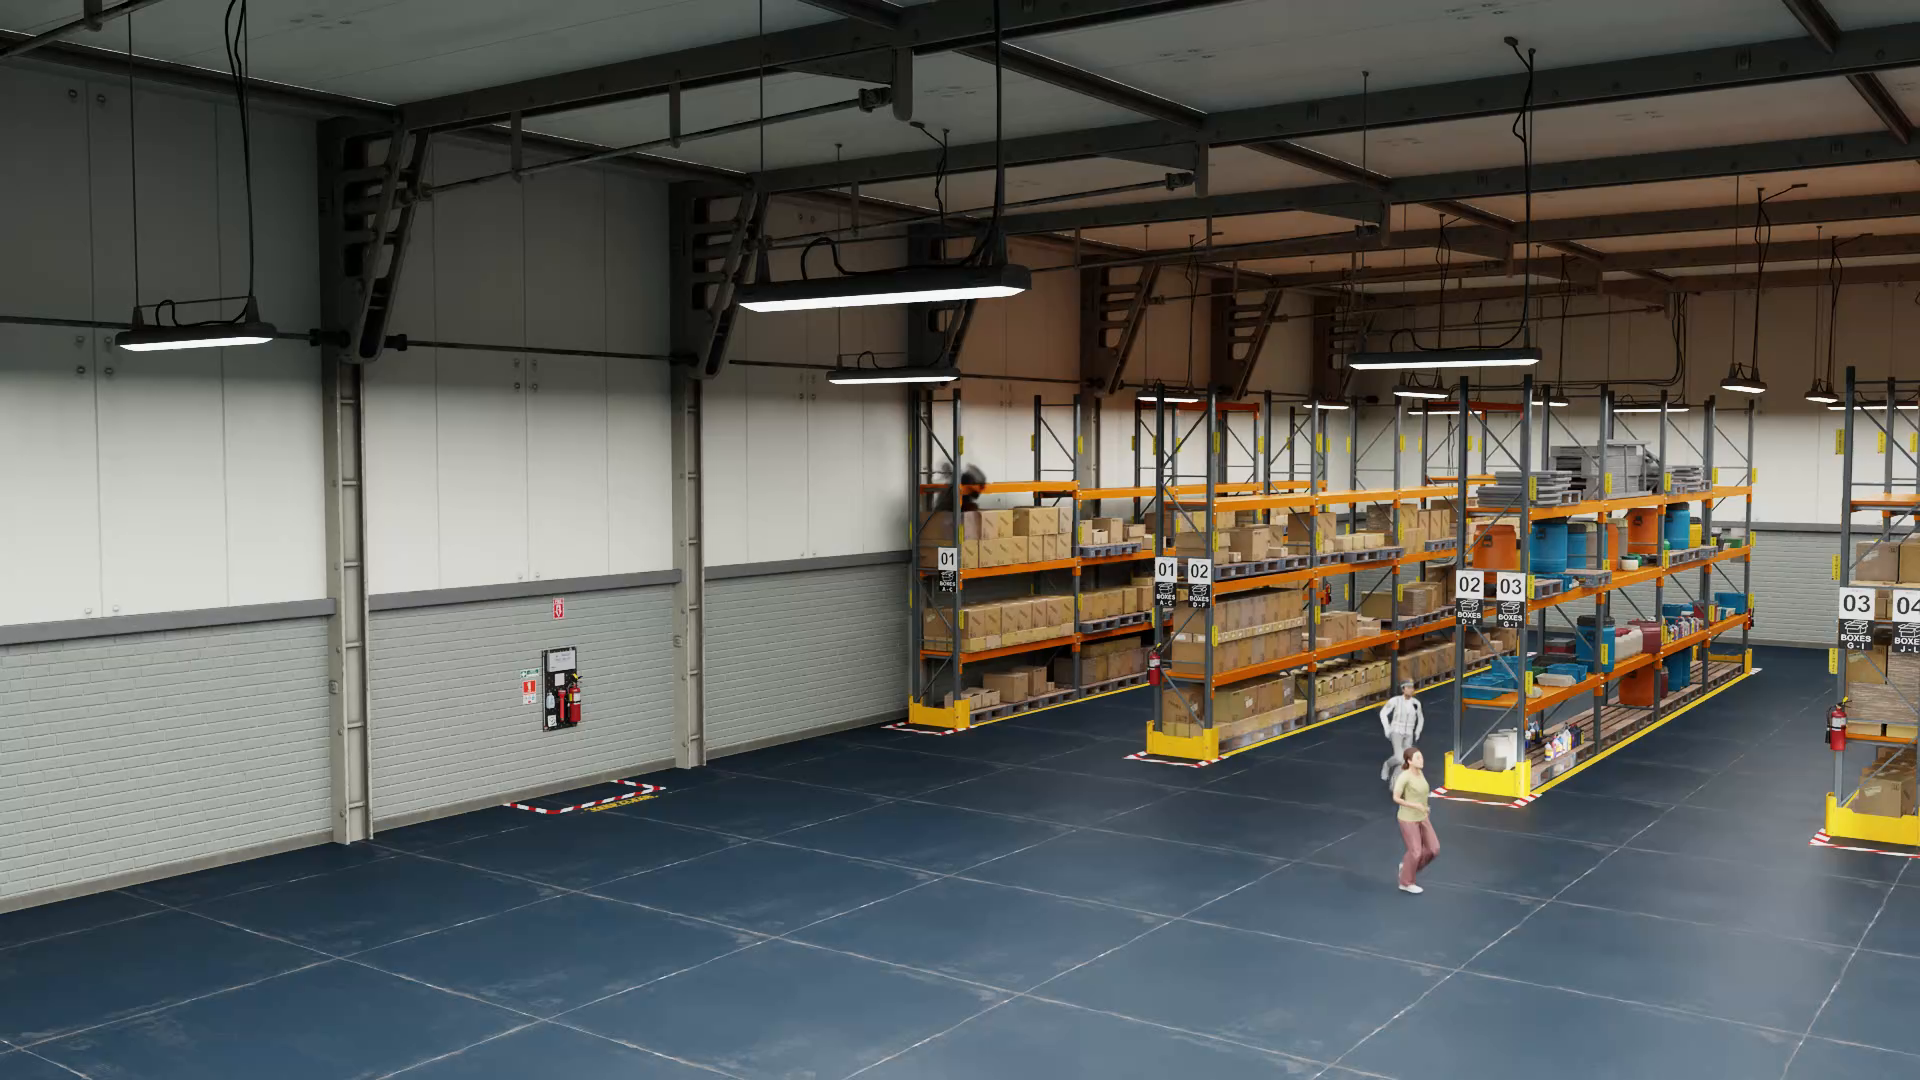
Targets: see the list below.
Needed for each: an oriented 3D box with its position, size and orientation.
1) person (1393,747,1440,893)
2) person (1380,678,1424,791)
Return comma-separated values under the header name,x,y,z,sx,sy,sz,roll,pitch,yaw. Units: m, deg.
name,x,y,z,sx,sy,sz,roll,pitch,yaw
person,5.101,3.127,18.548,0.590,1.630,0.519,-2,4,-36
person,6.447,2.812,24.151,0.635,1.624,0.510,0,3,-6
